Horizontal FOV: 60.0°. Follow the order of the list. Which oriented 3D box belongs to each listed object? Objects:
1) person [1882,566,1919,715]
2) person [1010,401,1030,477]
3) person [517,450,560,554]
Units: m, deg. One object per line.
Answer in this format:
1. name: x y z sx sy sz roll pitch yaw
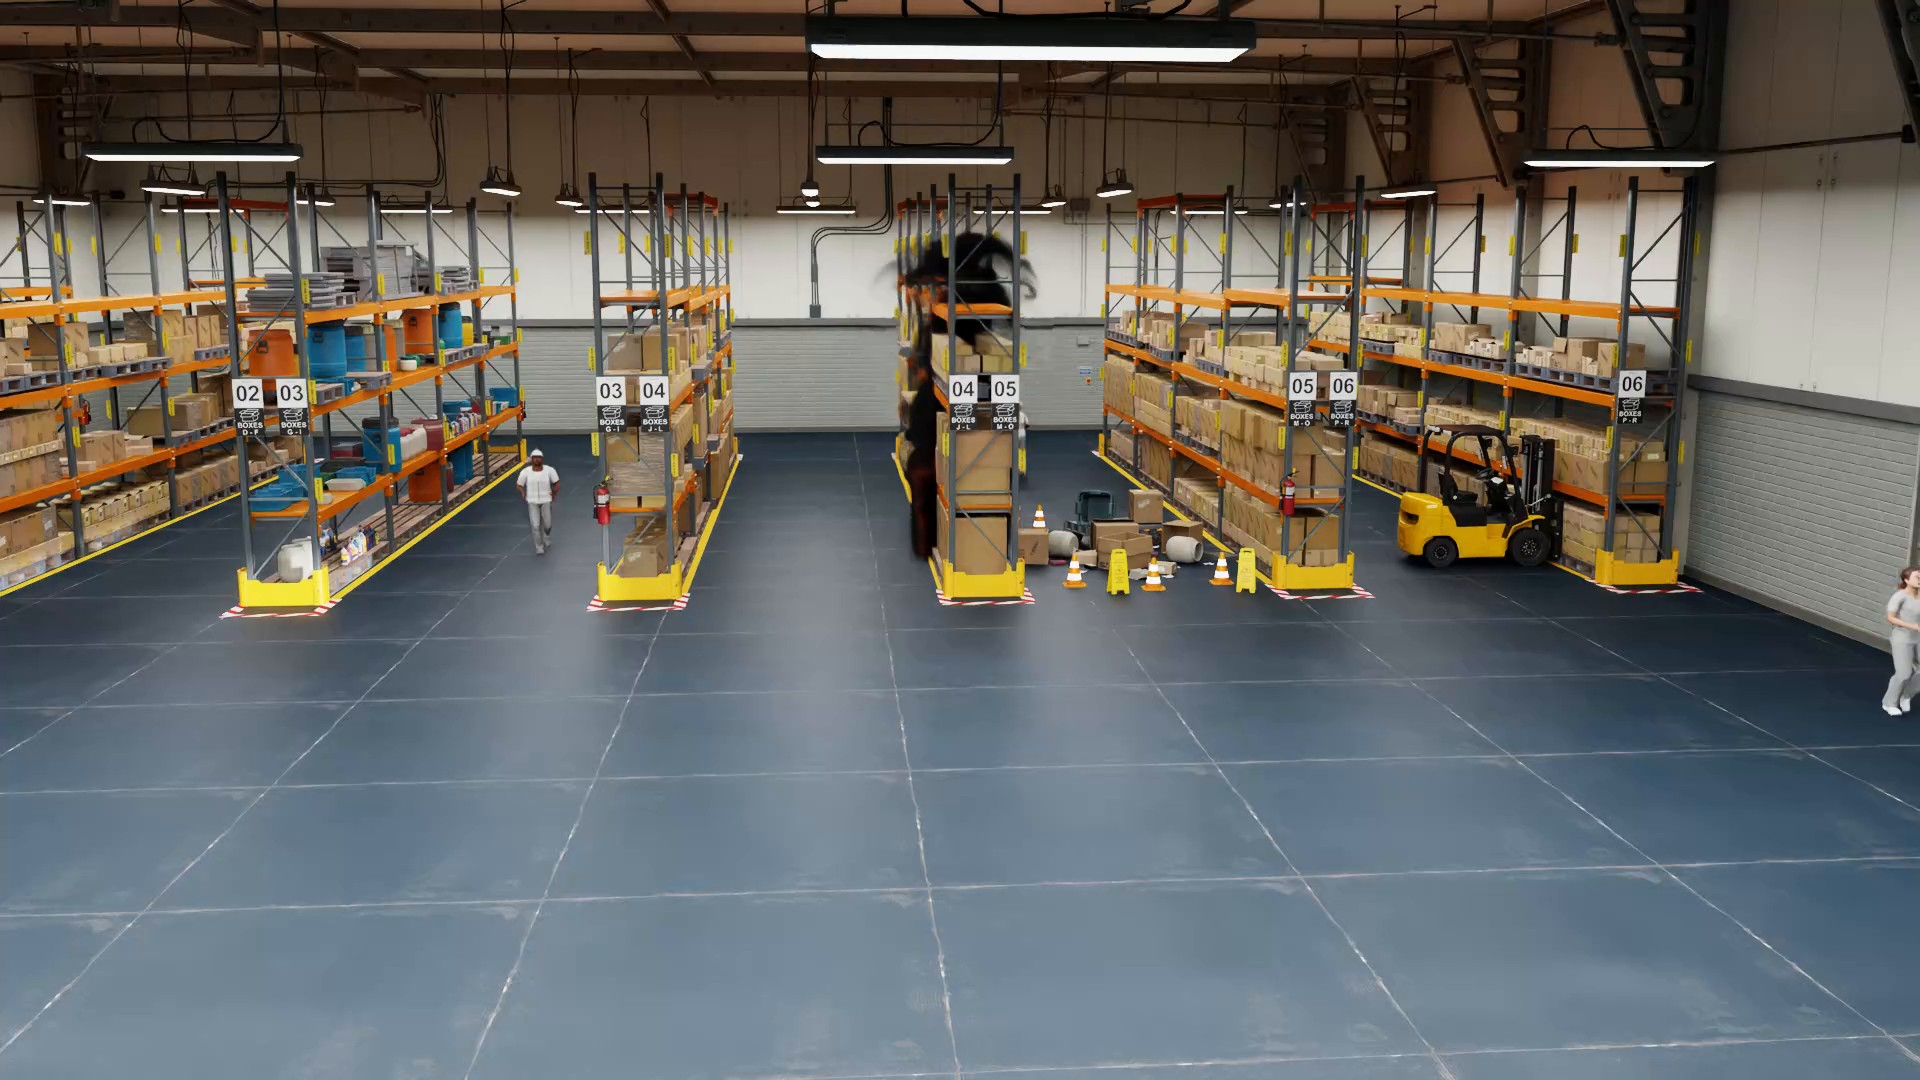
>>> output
1. person: 10.142 1.091 17.733 0.616 1.641 0.568 -3 10 -15
2. person: 1.269 -2.182 36.206 0.538 1.738 0.794 -3 10 -15
3. person: -6.918 -0.630 27.327 0.696 1.716 0.605 -3 10 -15
